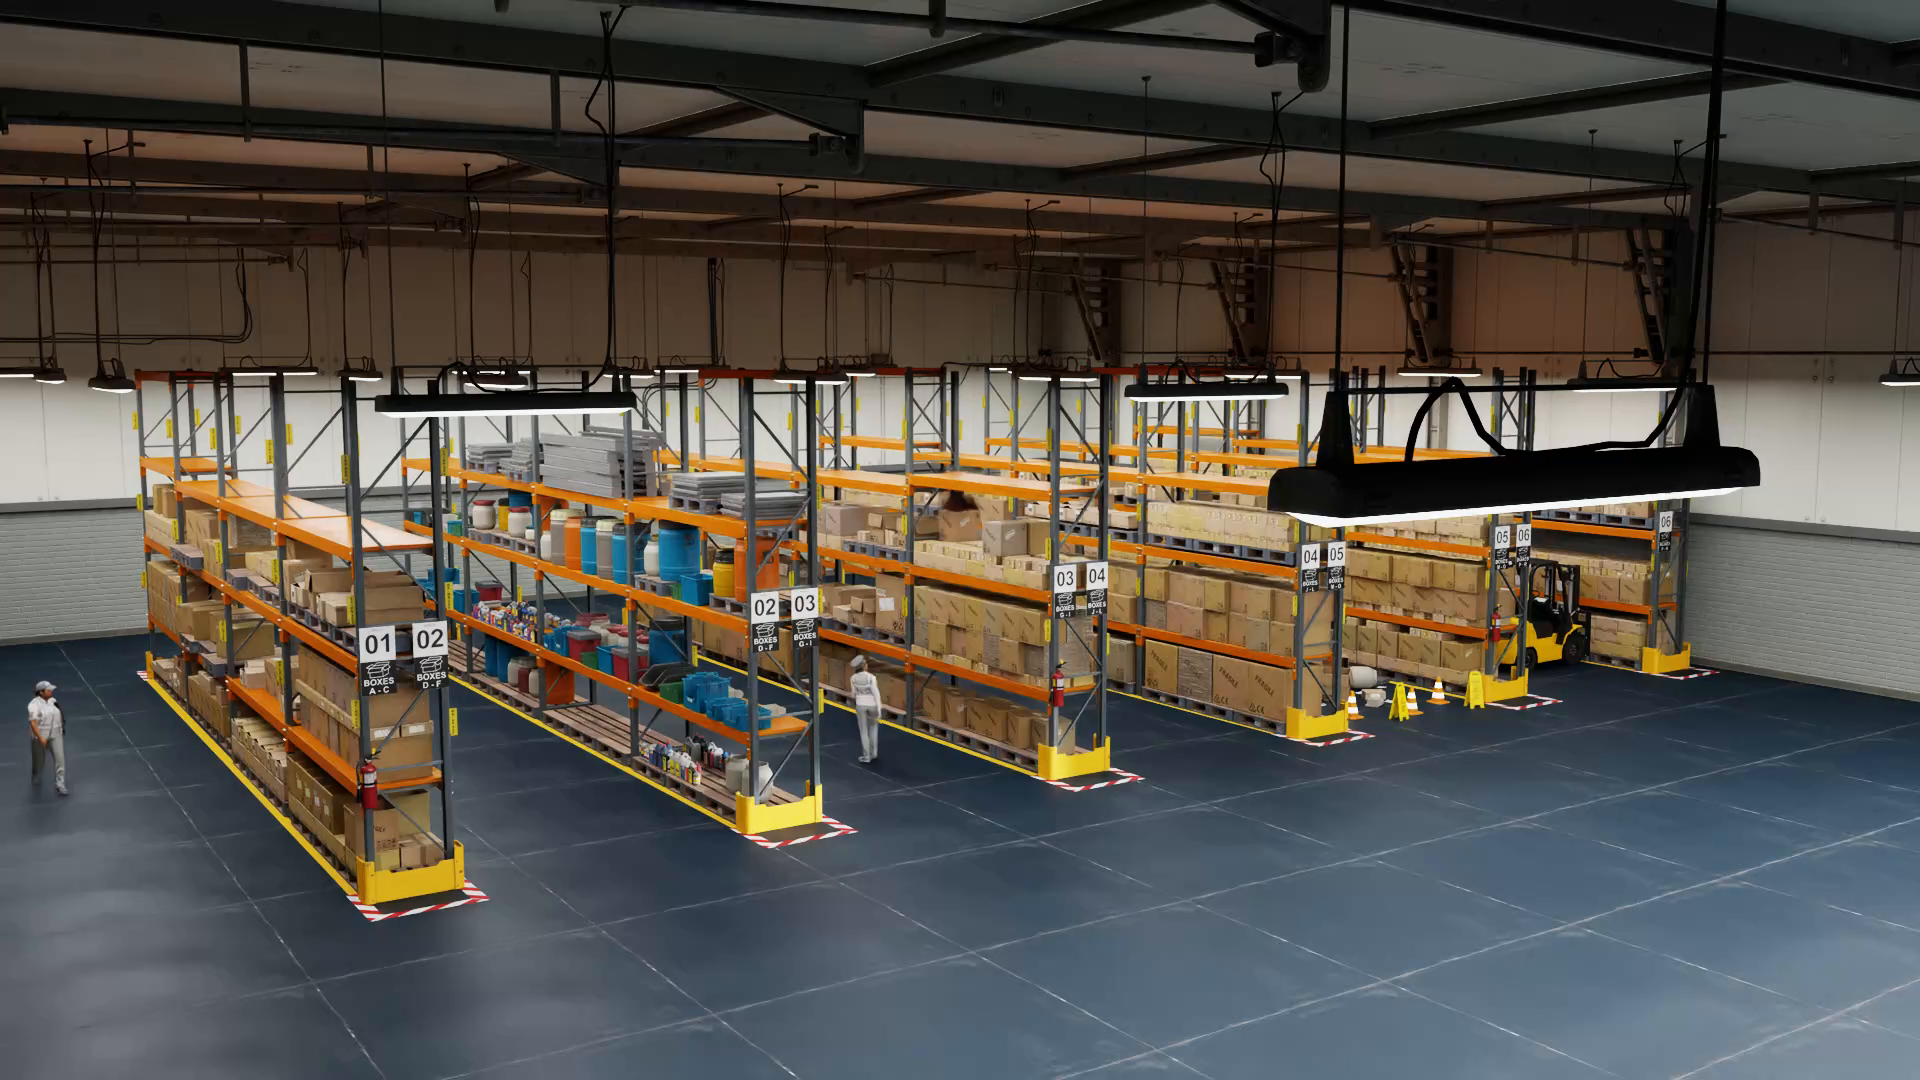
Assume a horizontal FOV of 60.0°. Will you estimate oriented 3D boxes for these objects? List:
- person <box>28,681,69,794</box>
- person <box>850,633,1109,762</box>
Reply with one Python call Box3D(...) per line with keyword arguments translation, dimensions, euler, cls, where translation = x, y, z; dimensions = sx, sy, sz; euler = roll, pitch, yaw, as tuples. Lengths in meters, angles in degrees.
Box3D(translation=(-13.157, 2.831, 23.960), dimensions=(0.472, 1.622, 0.978), euler=(-5, 8, -40), cls="person")
Box3D(translation=(0.261, 2.434, 25.594), dimensions=(3.856, 2.141, 1.324), euler=(-1, 7, -9), cls="person")
